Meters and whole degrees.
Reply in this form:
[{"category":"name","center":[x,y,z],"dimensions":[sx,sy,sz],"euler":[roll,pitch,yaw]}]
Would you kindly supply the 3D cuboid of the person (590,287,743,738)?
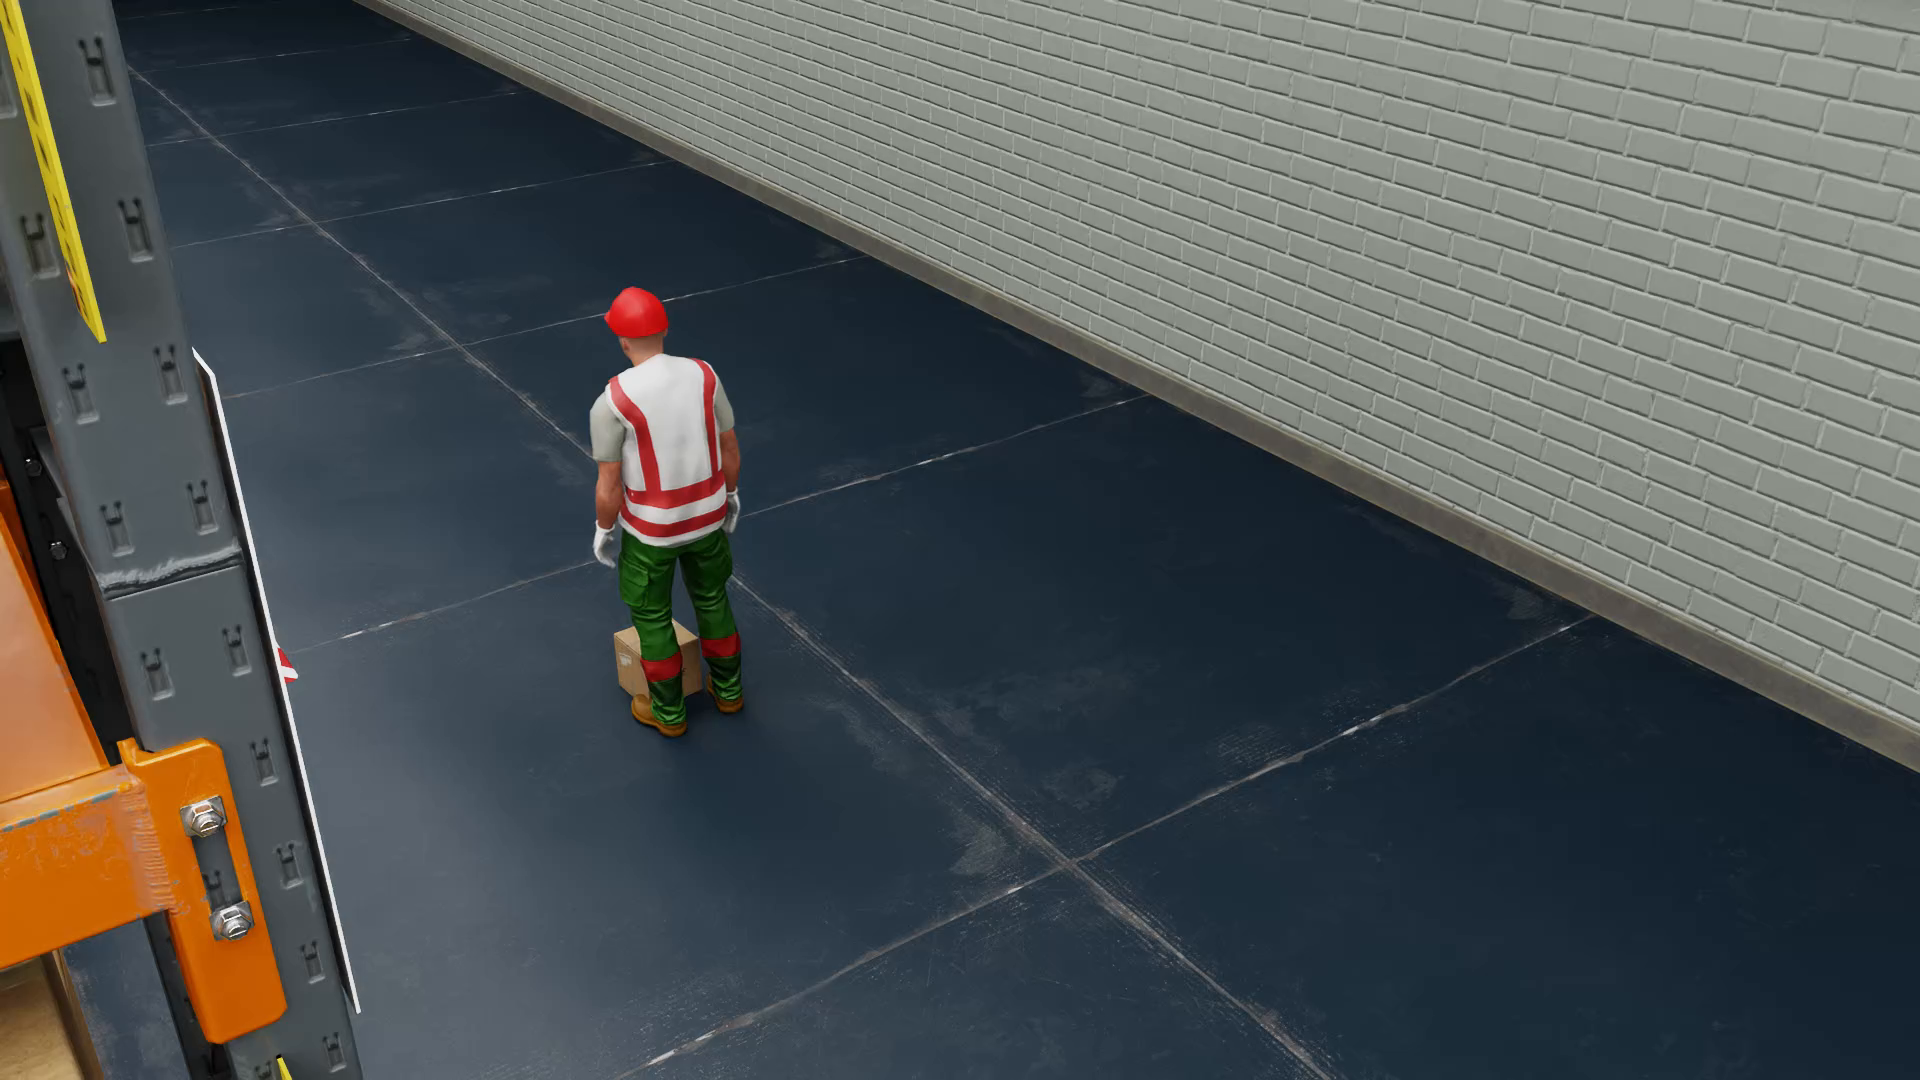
[{"category":"person","center":[-1.096,-0.086,6.267],"dimensions":[0.609,1.779,0.449],"euler":[-18,33,-30]}]
